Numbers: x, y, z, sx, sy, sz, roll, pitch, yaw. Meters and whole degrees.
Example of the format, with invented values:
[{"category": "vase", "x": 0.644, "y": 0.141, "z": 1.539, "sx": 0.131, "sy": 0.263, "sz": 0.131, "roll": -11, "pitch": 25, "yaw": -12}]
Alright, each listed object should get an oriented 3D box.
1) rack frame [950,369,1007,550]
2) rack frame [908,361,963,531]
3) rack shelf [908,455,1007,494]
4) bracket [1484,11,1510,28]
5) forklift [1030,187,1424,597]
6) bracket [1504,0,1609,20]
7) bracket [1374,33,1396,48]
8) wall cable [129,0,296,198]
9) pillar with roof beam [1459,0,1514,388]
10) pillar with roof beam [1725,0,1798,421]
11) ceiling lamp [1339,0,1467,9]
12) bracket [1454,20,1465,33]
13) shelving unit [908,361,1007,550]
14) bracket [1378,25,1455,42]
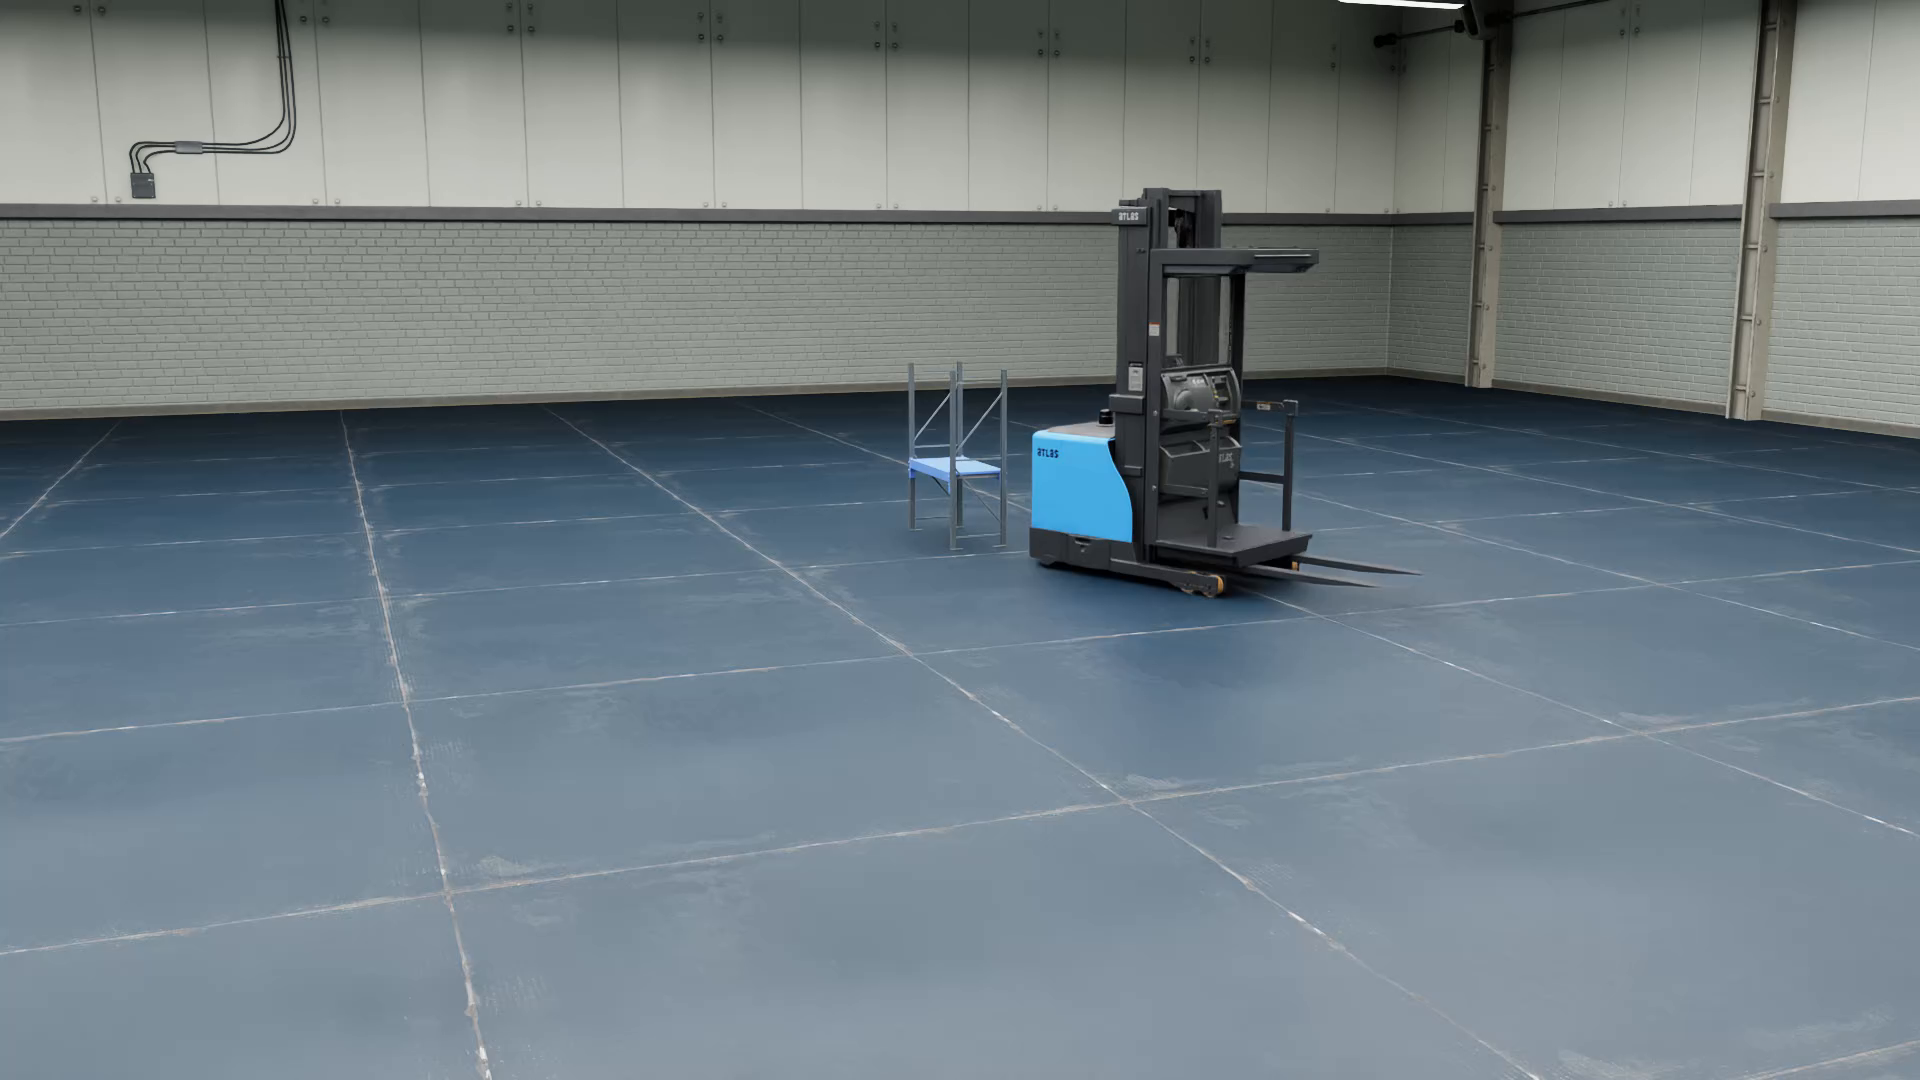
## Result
[{"category": "rack frame", "x": 0.153, "y": -0.669, "z": 13.901, "sx": 0.500, "sy": 1.500, "sz": 0.032, "roll": -4, "pitch": 11, "yaw": -21}, {"category": "rack frame", "x": -0.215, "y": -0.835, "z": 14.834, "sx": 0.500, "sy": 1.500, "sz": 0.032, "roll": -4, "pitch": 11, "yaw": -21}, {"category": "rack shelf", "x": -0.031, "y": -0.575, "z": 14.399, "sx": 0.538, "sy": 0.185, "sz": 1.000, "roll": -4, "pitch": 11, "yaw": -21}, {"category": "bracket", "x": 9.156, "y": -8.871, "z": 28.318, "sx": 0.235, "sy": 0.232, "sz": 0.430, "roll": -4, "pitch": 11, "yaw": -21}, {"category": "forklift", "x": 1.973, "y": -1.130, "z": 12.402, "sx": 3.031, "sy": 2.935, "sz": 1.130, "roll": 9, "pitch": 14, "yaw": 43}, {"category": "bracket", "x": 10.089, "y": -8.450, "z": 25.953, "sx": 0.076, "sy": 0.066, "sz": 4.783, "roll": -4, "pitch": 11, "yaw": -21}, {"category": "bracket", "x": 7.996, "y": -9.393, "z": 31.254, "sx": 0.235, "sy": 0.232, "sz": 0.430, "roll": -4, "pitch": 11, "yaw": -21}, {"category": "wall cable", "x": -11.004, "y": -8.029, "z": 24.152, "sx": 2.305, "sy": 6.003, "sz": 0.169, "roll": -4, "pitch": 11, "yaw": -21}, {"category": "pillar with roof beam", "x": 5.324, "y": -6.916, "z": 27.604, "sx": 9.100, "sy": 9.000, "sz": 0.548, "roll": -4, "pitch": 11, "yaw": -21}, {"category": "pillar with roof beam", "x": 7.498, "y": -5.936, "z": 22.099, "sx": 9.100, "sy": 9.000, "sz": 0.400, "roll": -4, "pitch": 11, "yaw": -21}, {"category": "ceiling lamp", "x": 6.113, "y": -9.117, "z": 23.314, "sx": 2.000, "sy": 3.185, "sz": 0.800, "roll": -4, "pitch": 11, "yaw": -21}, {"category": "bracket", "x": 8.855, "y": -9.006, "z": 29.079, "sx": 0.235, "sy": 0.232, "sz": 0.430, "roll": -4, "pitch": 11, "yaw": -21}, {"category": "shelving unit", "x": -0.031, "y": -0.752, "z": 14.367, "sx": 0.538, "sy": 1.500, "sz": 1.048, "roll": -4, "pitch": 11, "yaw": -21}, {"category": "bracket", "x": 8.210, "y": -9.297, "z": 30.712, "sx": 0.076, "sy": 0.066, "sz": 3.189, "roll": -4, "pitch": 11, "yaw": -21}]
